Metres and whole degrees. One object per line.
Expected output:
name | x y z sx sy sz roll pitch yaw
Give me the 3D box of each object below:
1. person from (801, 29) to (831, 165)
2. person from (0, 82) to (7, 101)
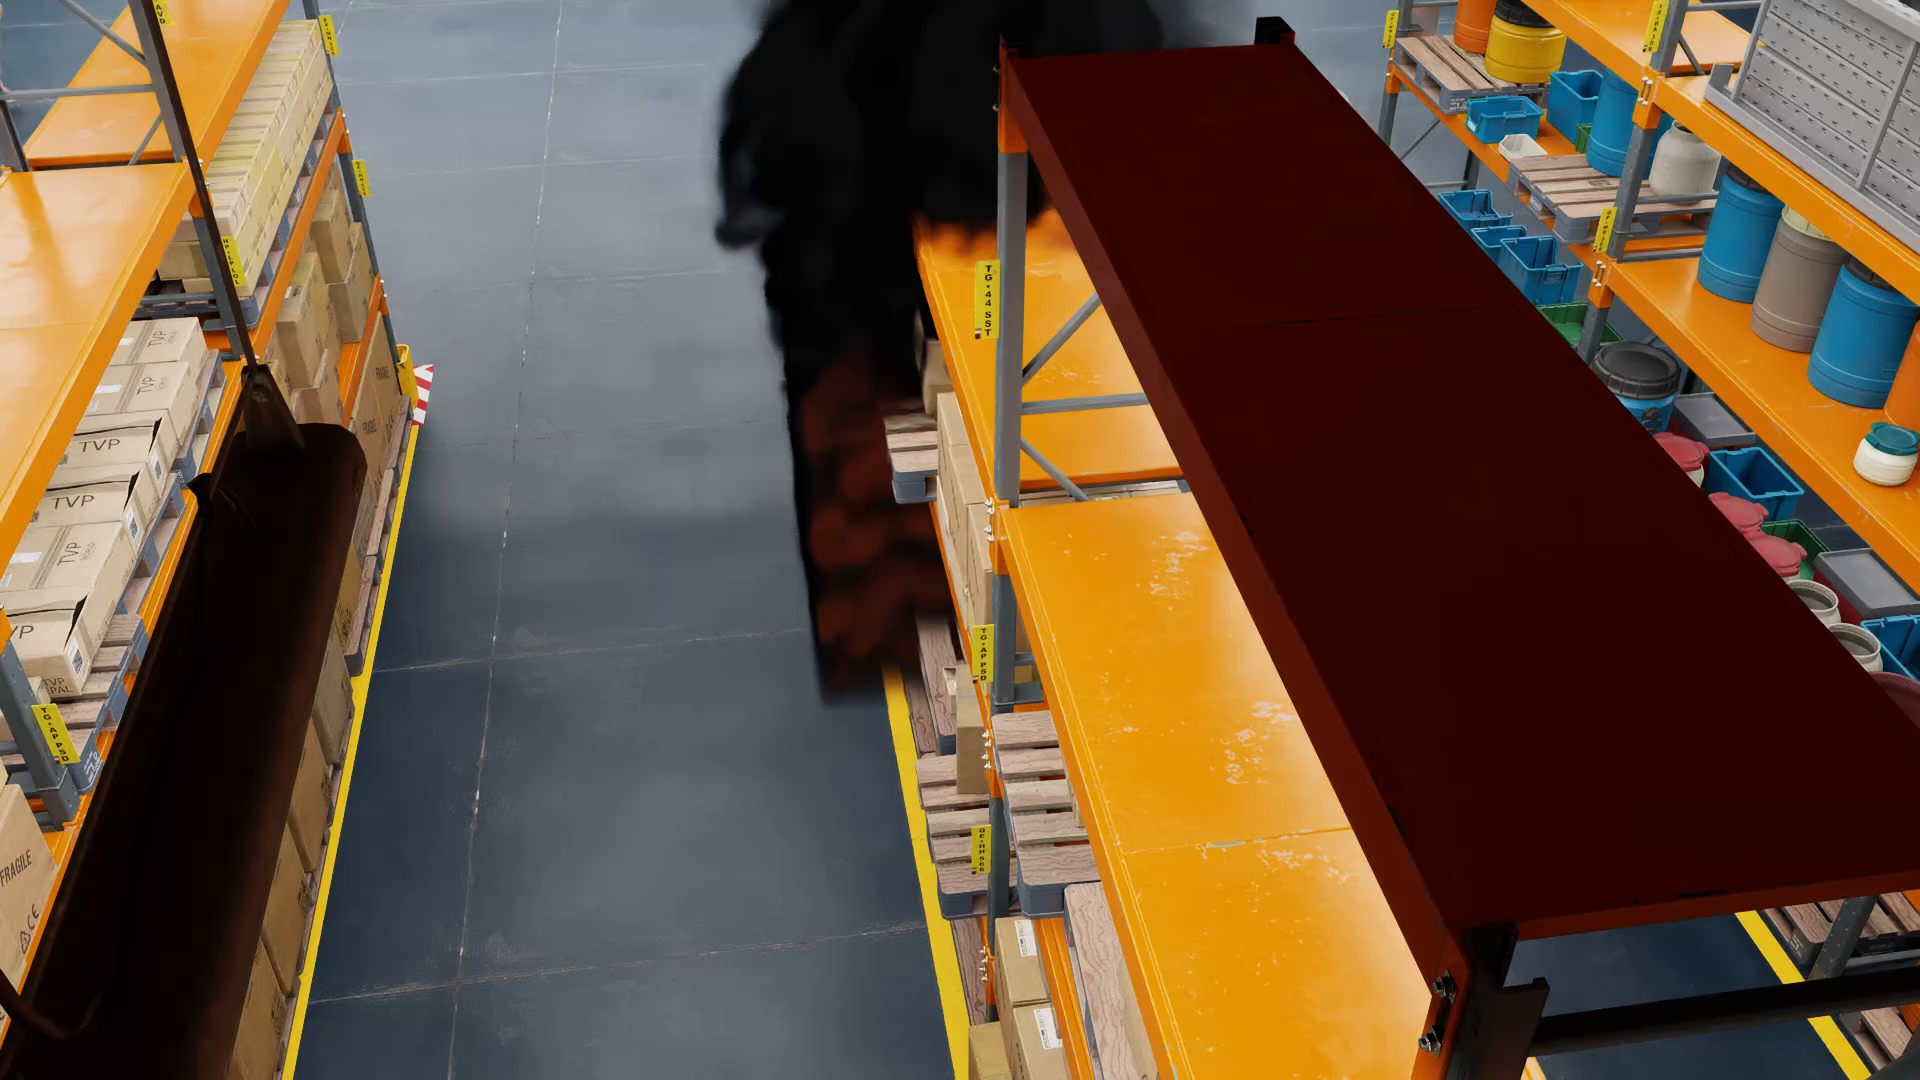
person | -1.587 -5.036 18.894 0.570 1.655 0.600 15 39 19
person | -12.110 -6.184 20.467 0.726 1.714 0.581 25 43 29
